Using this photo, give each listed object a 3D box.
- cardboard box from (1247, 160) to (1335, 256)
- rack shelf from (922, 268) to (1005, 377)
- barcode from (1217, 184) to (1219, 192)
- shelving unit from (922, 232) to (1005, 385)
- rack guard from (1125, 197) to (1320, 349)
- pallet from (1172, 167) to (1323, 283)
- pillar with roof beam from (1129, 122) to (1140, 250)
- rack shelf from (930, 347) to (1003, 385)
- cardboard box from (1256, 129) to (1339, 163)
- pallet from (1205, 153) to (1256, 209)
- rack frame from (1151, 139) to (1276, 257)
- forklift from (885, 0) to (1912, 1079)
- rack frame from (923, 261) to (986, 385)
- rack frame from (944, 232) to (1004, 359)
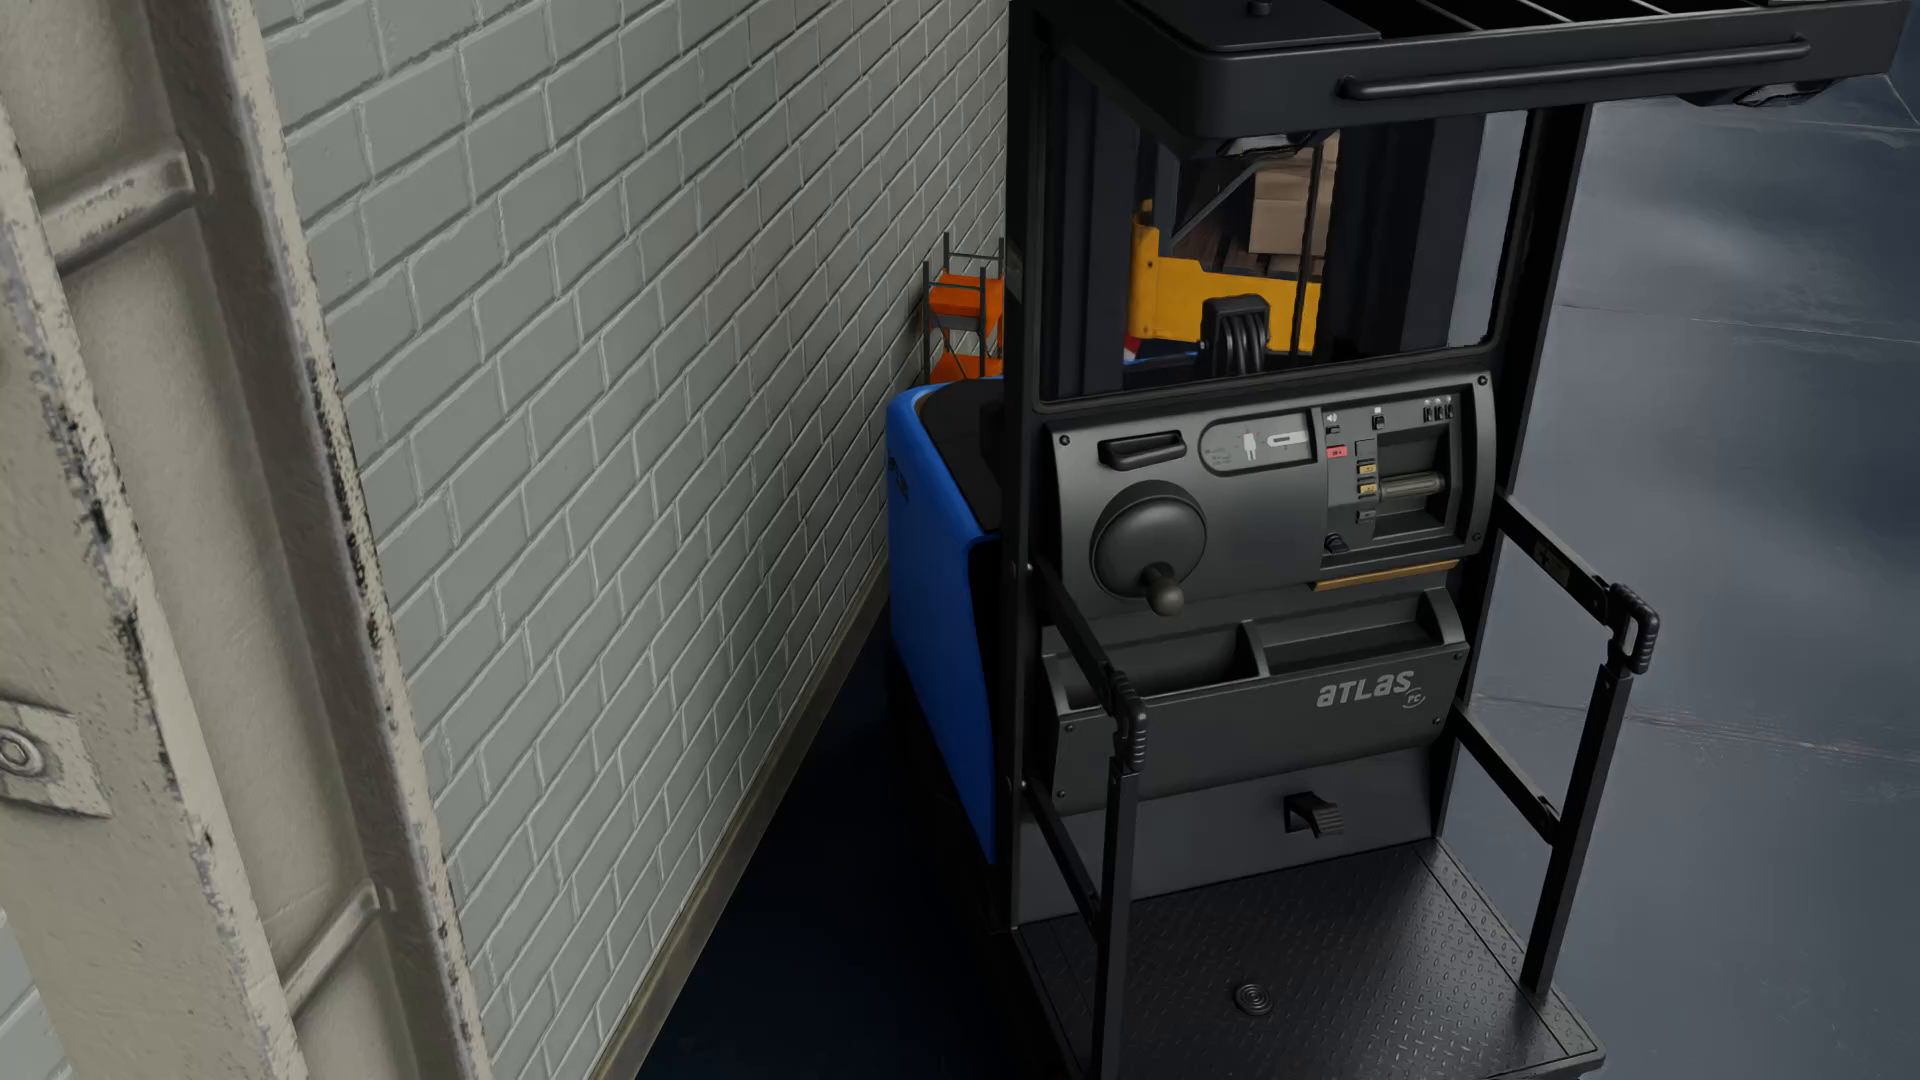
[{"bbox_3d":[1.550,-1.511,7.427,0.500,0.311,0.500,4,33,7],"label":"cardboard box"},{"bbox_3d":[0.014,-0.701,5.365,0.215,0.259,0.240,8,33,12],"label":"rack shelf"},{"bbox_3d":[1.167,-1.579,7.525,0.001,0.075,0.075,8,33,12],"label":"barcode"},{"bbox_3d":[0.014,-0.471,5.512,0.215,1.050,0.252,8,33,12],"label":"shelving unit"},{"bbox_3d":[1.306,-1.098,7.011,1.175,0.500,0.348,8,33,12],"label":"rack guard"},{"bbox_3d":[1.547,-1.393,7.744,1.003,0.211,1.213,8,33,12],"label":"pallet"},{"bbox_3d":[4.792,-4.540,4.503,9.100,9.000,0.400,8,33,12],"label":"pillar with roof beam"},{"bbox_3d":[0.014,-0.462,5.518,0.215,0.259,0.240,8,33,12],"label":"rack shelf"},{"bbox_3d":[1.694,-1.807,7.892,0.500,0.311,0.500,11,34,16],"label":"cardboard box"},{"bbox_3d":[1.858,-2.024,8.736,1.003,0.211,1.213,8,33,12],"label":"pallet"},{"bbox_3d":[1.287,-2.113,6.278,1.000,3.000,0.127,8,33,12],"label":"rack frame"},{"bbox_3d":[0.687,-0.042,3.084,1.130,2.935,3.031,-9,33,-14],"label":"forklift"},{"bbox_3d":[-0.017,-0.408,5.412,0.200,1.050,0.008,8,33,12],"label":"rack frame"},{"bbox_3d":[0.045,-0.534,5.612,0.200,1.050,0.008,8,33,12],"label":"rack frame"}]
